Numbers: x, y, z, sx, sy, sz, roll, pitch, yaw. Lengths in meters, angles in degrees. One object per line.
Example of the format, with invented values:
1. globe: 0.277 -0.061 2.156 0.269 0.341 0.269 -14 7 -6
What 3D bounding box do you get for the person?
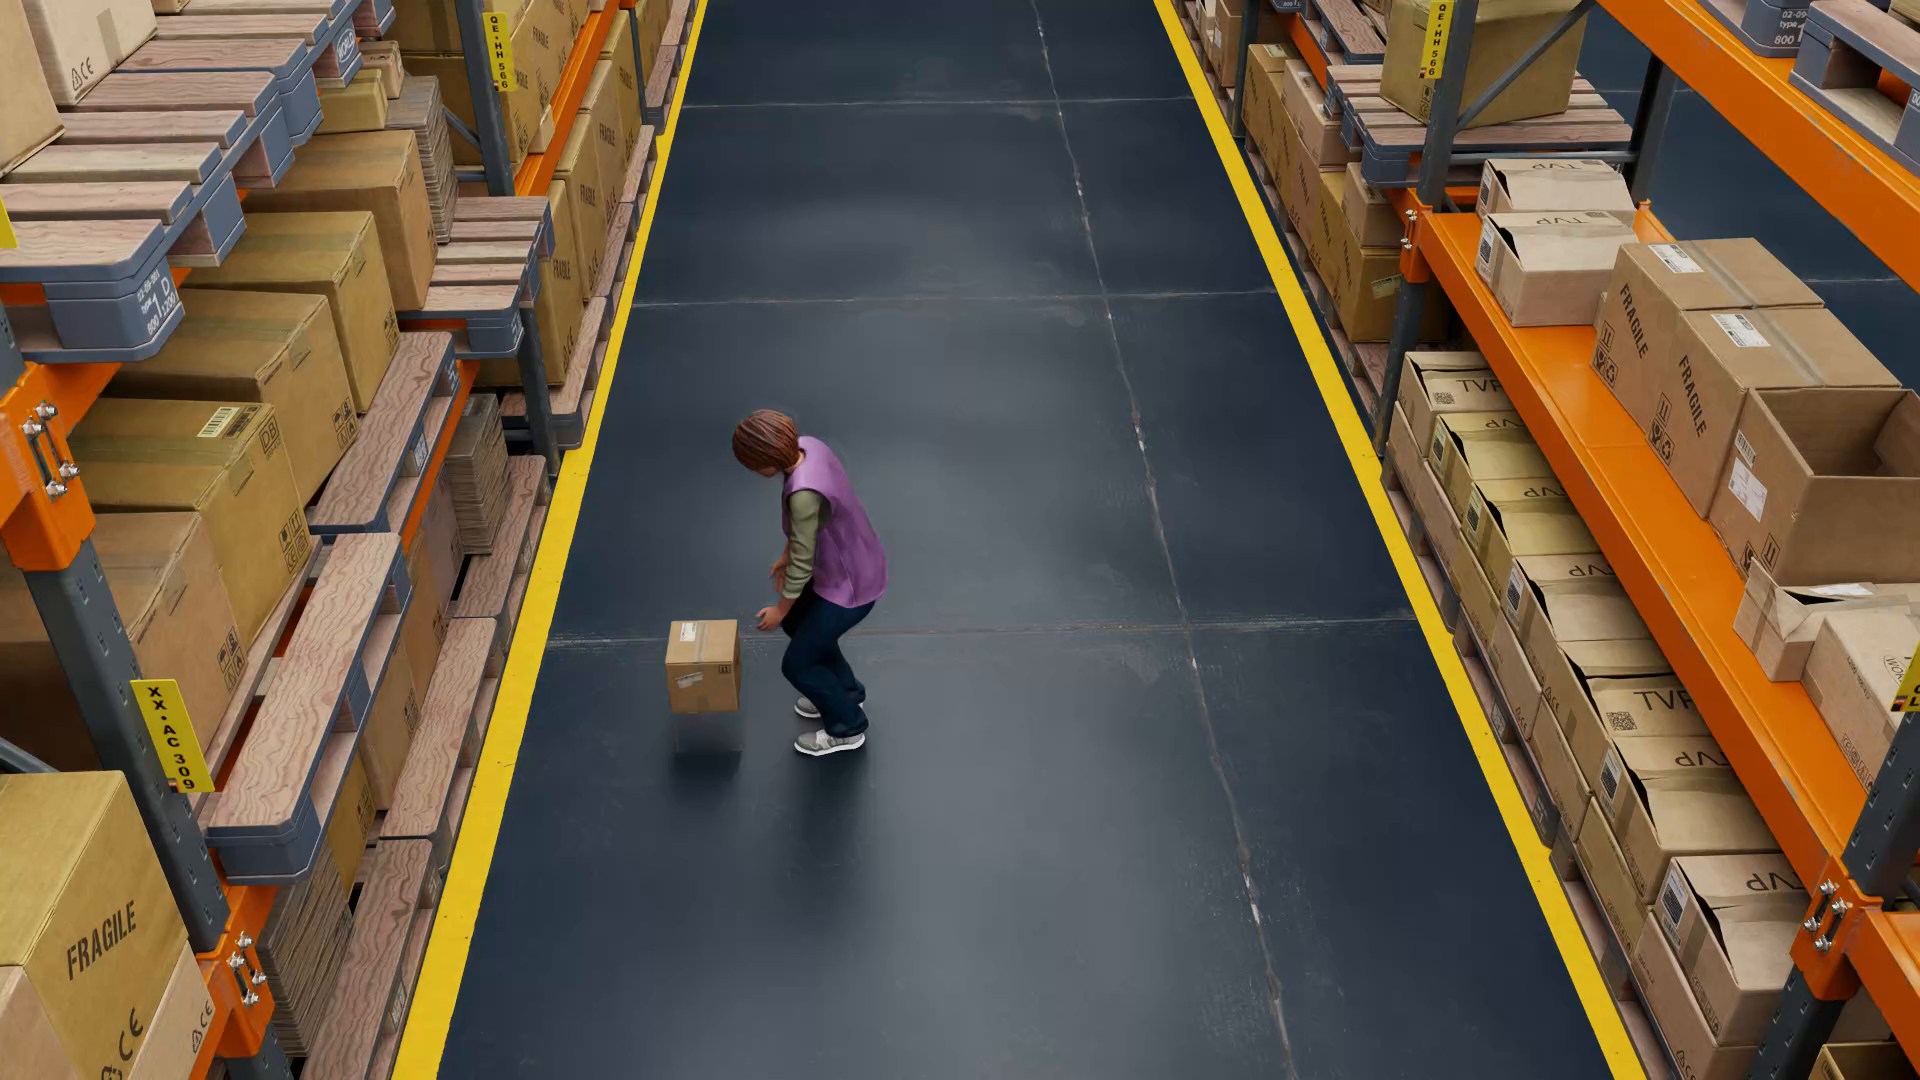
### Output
1. person: -0.518 0.165 6.050 0.518 1.464 0.451 -1 36 -1
